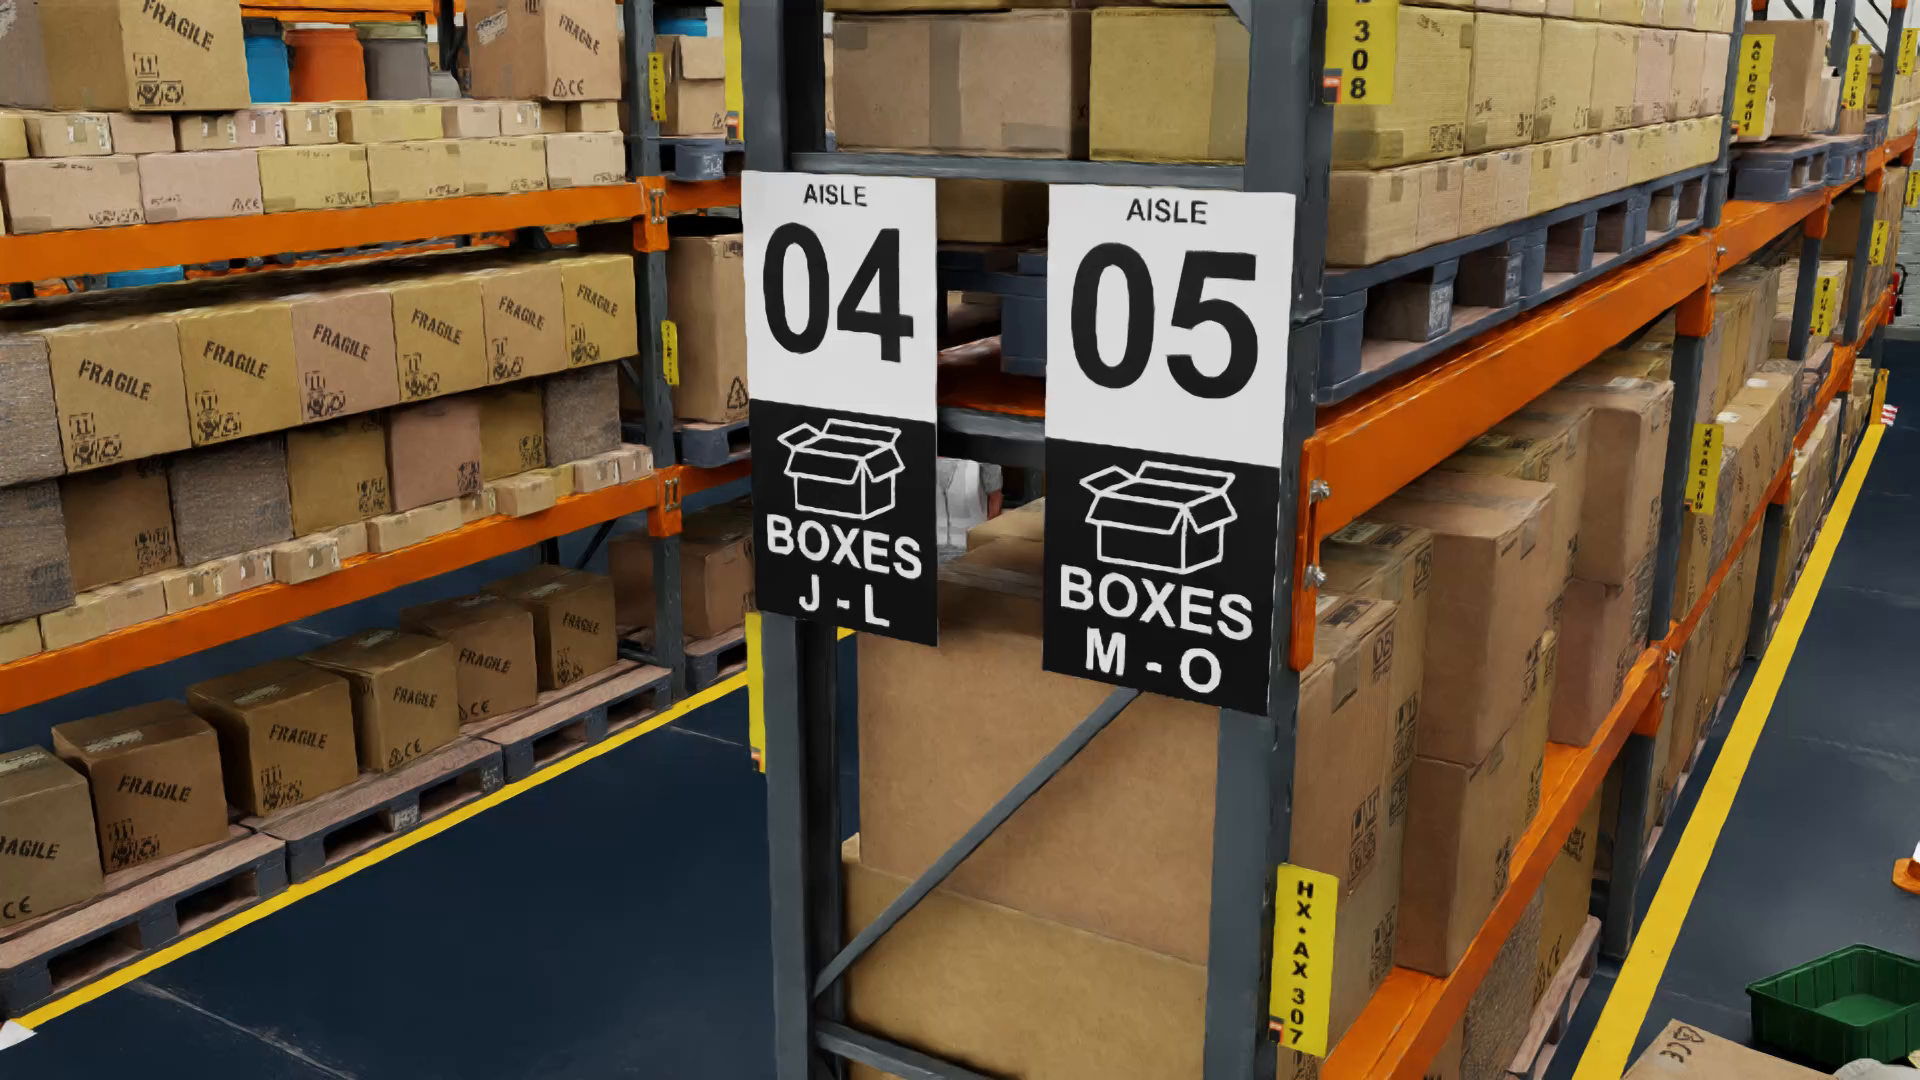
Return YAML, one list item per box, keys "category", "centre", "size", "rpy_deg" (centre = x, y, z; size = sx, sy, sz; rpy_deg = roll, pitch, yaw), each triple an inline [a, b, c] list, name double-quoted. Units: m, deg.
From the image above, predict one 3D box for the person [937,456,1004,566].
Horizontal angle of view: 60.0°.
- category: "person"
  centre: [-0.030, 0.004, 9.021]
  size: [0.556, 1.757, 0.680]
  rpy_deg: [3, 16, 11]
